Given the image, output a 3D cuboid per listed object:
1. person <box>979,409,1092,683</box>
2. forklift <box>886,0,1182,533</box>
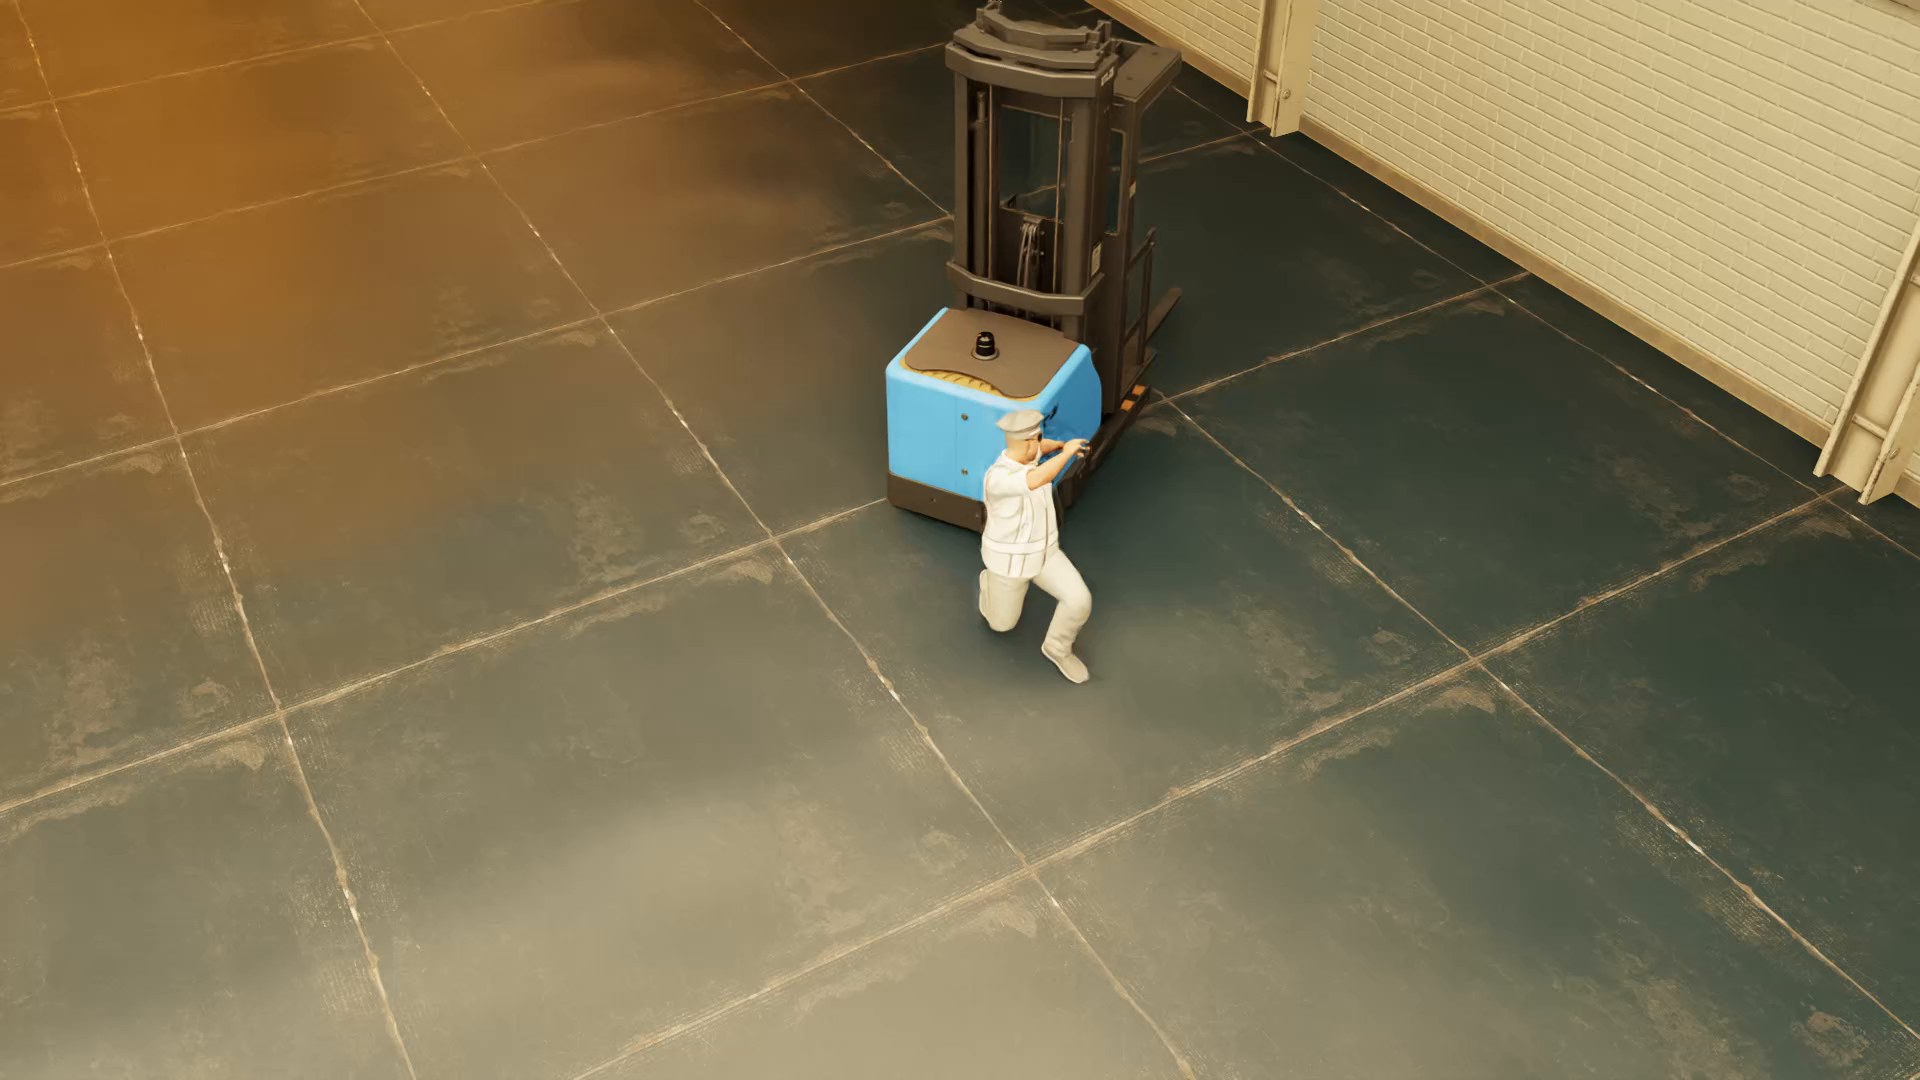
[{"bbox_3d":[0.562,-0.069,9.293,0.984,1.474,0.956,-28,47,-29],"label":"person"},{"bbox_3d":[0.654,-2.031,10.485,1.130,2.935,3.031,18,43,20],"label":"forklift"}]
